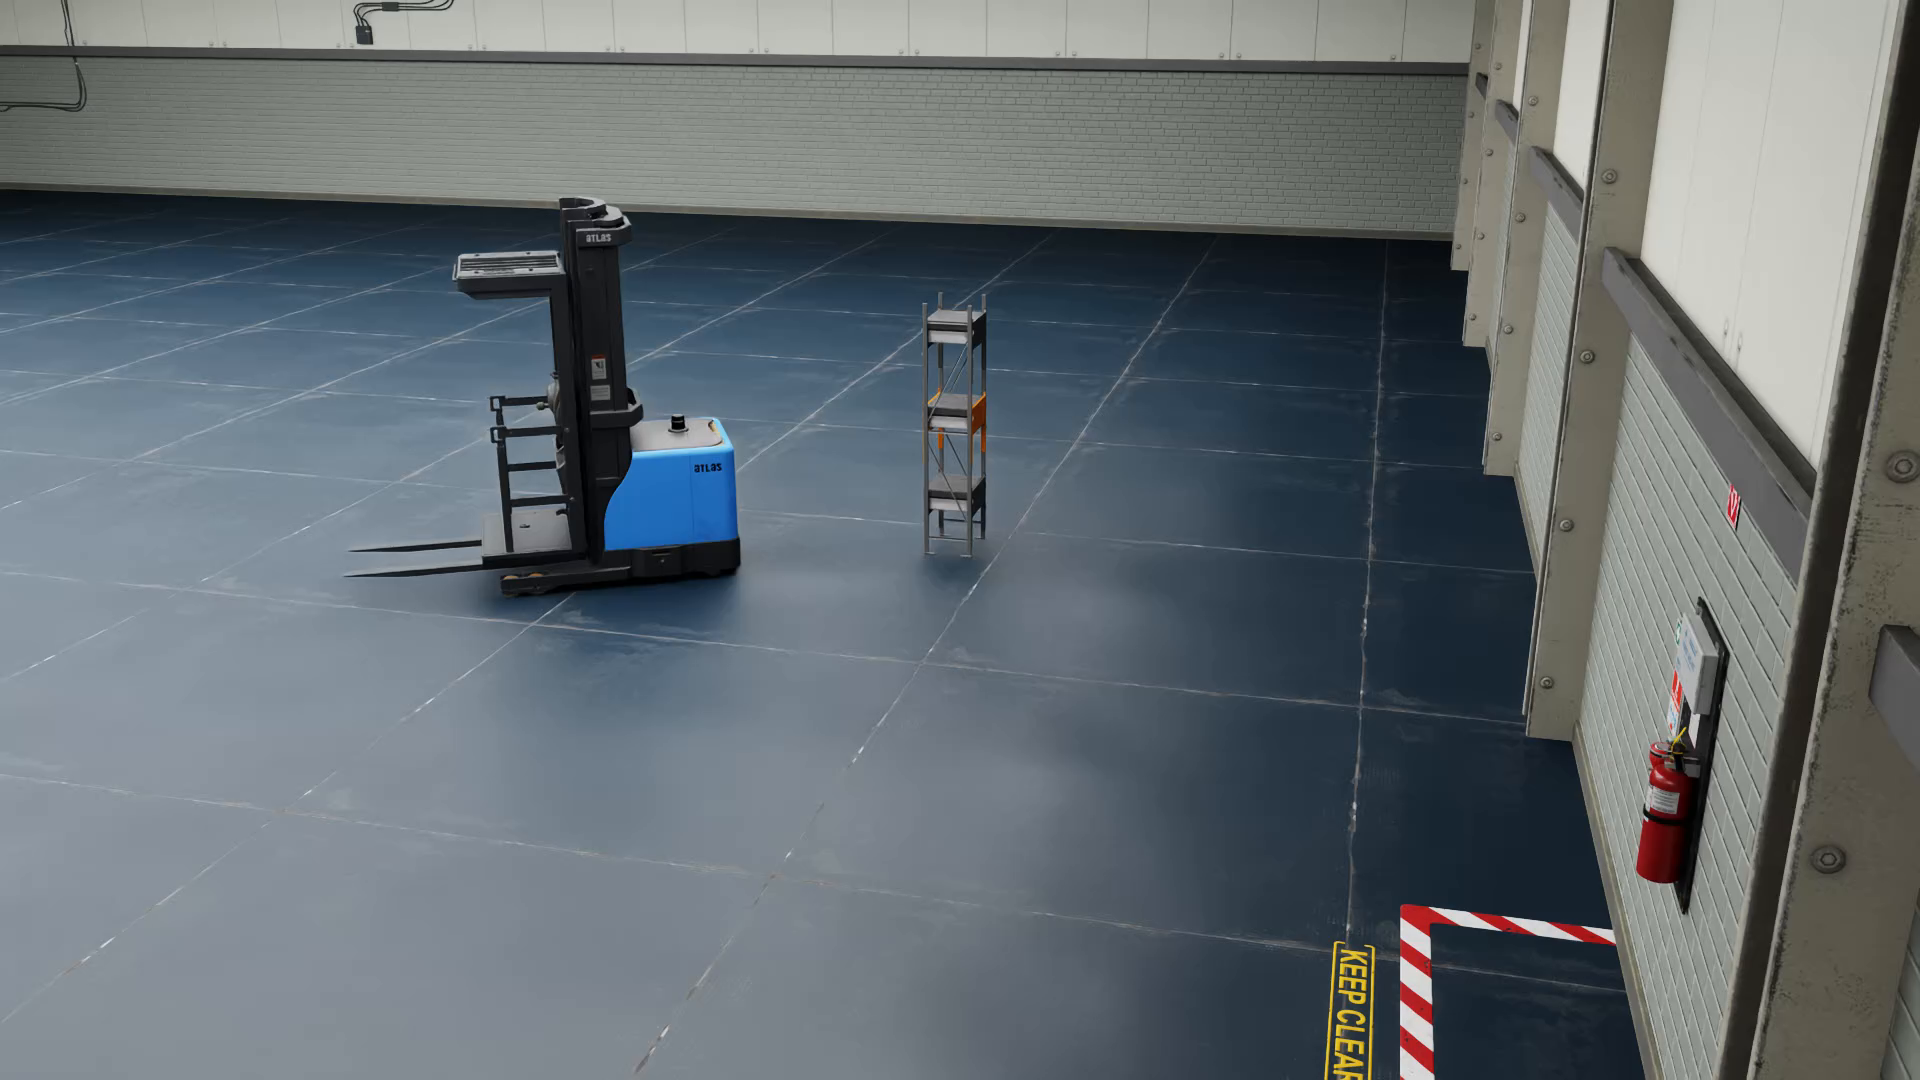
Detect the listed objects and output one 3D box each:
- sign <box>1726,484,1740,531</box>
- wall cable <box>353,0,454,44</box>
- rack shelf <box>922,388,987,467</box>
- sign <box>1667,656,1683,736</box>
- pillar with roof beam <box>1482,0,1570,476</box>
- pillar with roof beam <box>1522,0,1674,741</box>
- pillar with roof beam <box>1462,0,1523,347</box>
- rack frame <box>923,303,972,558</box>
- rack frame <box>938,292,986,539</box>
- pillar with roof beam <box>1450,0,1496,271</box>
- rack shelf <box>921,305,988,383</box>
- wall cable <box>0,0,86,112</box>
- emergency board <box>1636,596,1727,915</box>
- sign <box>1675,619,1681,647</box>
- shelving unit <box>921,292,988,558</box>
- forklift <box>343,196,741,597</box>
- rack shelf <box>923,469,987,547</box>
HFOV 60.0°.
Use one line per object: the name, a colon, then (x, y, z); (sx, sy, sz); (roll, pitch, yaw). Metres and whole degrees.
sign: (3.062, -0.206, 6.562); (0.001, 0.298, 0.199); (5, 19, 13)
wall cable: (-11.155, -12.865, 32.669); (2.305, 6.003, 0.169); (5, 19, 13)
rack shelf: (-0.040, -0.929, 13.701); (0.431, 0.518, 0.480); (5, 19, 13)
sign: (3.198, 0.704, 7.431); (0.001, 0.329, 0.234); (5, 19, 13)
pillar with roof beam: (1.080, -5.283, 15.731); (9.100, 9.000, 0.400); (5, 19, 13)
pillar with roof beam: (-0.386, -3.402, 10.225); (9.100, 9.000, 0.400); (5, 19, 13)
pillar with roof beam: (2.546, -7.163, 21.237); (9.100, 9.000, 0.400); (5, 19, 13)
rack frame: (-0.100, -0.865, 13.472); (0.400, 2.100, 0.015); (5, 19, 13)
rack frame: (0.019, -1.018, 13.920); (0.400, 2.100, 0.015); (5, 19, 13)
pillar with roof beam: (4.012, -9.044, 26.743); (9.100, 9.000, 0.400); (5, 19, 13)
rack shelf: (-0.040, -1.591, 13.474); (0.431, 0.518, 0.480); (5, 19, 13)
wall cable: (-20.357, -10.541, 35.930); (3.097, 2.526, 0.112); (5, 19, 13)
emergency board: (2.963, 0.886, 6.953); (0.194, 1.169, 0.643); (5, 19, 13)
sign: (3.188, 0.454, 7.343); (0.001, 0.109, 0.331); (5, 19, 13)
shelving unit: (-0.040, -0.942, 13.696); (0.431, 2.100, 0.503); (5, 19, 13)
forklift: (-3.339, -1.134, 12.972); (3.031, 2.935, 1.130); (-5, 19, -14)
rack shelf: (-0.040, -0.266, 13.927); (0.431, 0.518, 0.480); (5, 19, 13)
